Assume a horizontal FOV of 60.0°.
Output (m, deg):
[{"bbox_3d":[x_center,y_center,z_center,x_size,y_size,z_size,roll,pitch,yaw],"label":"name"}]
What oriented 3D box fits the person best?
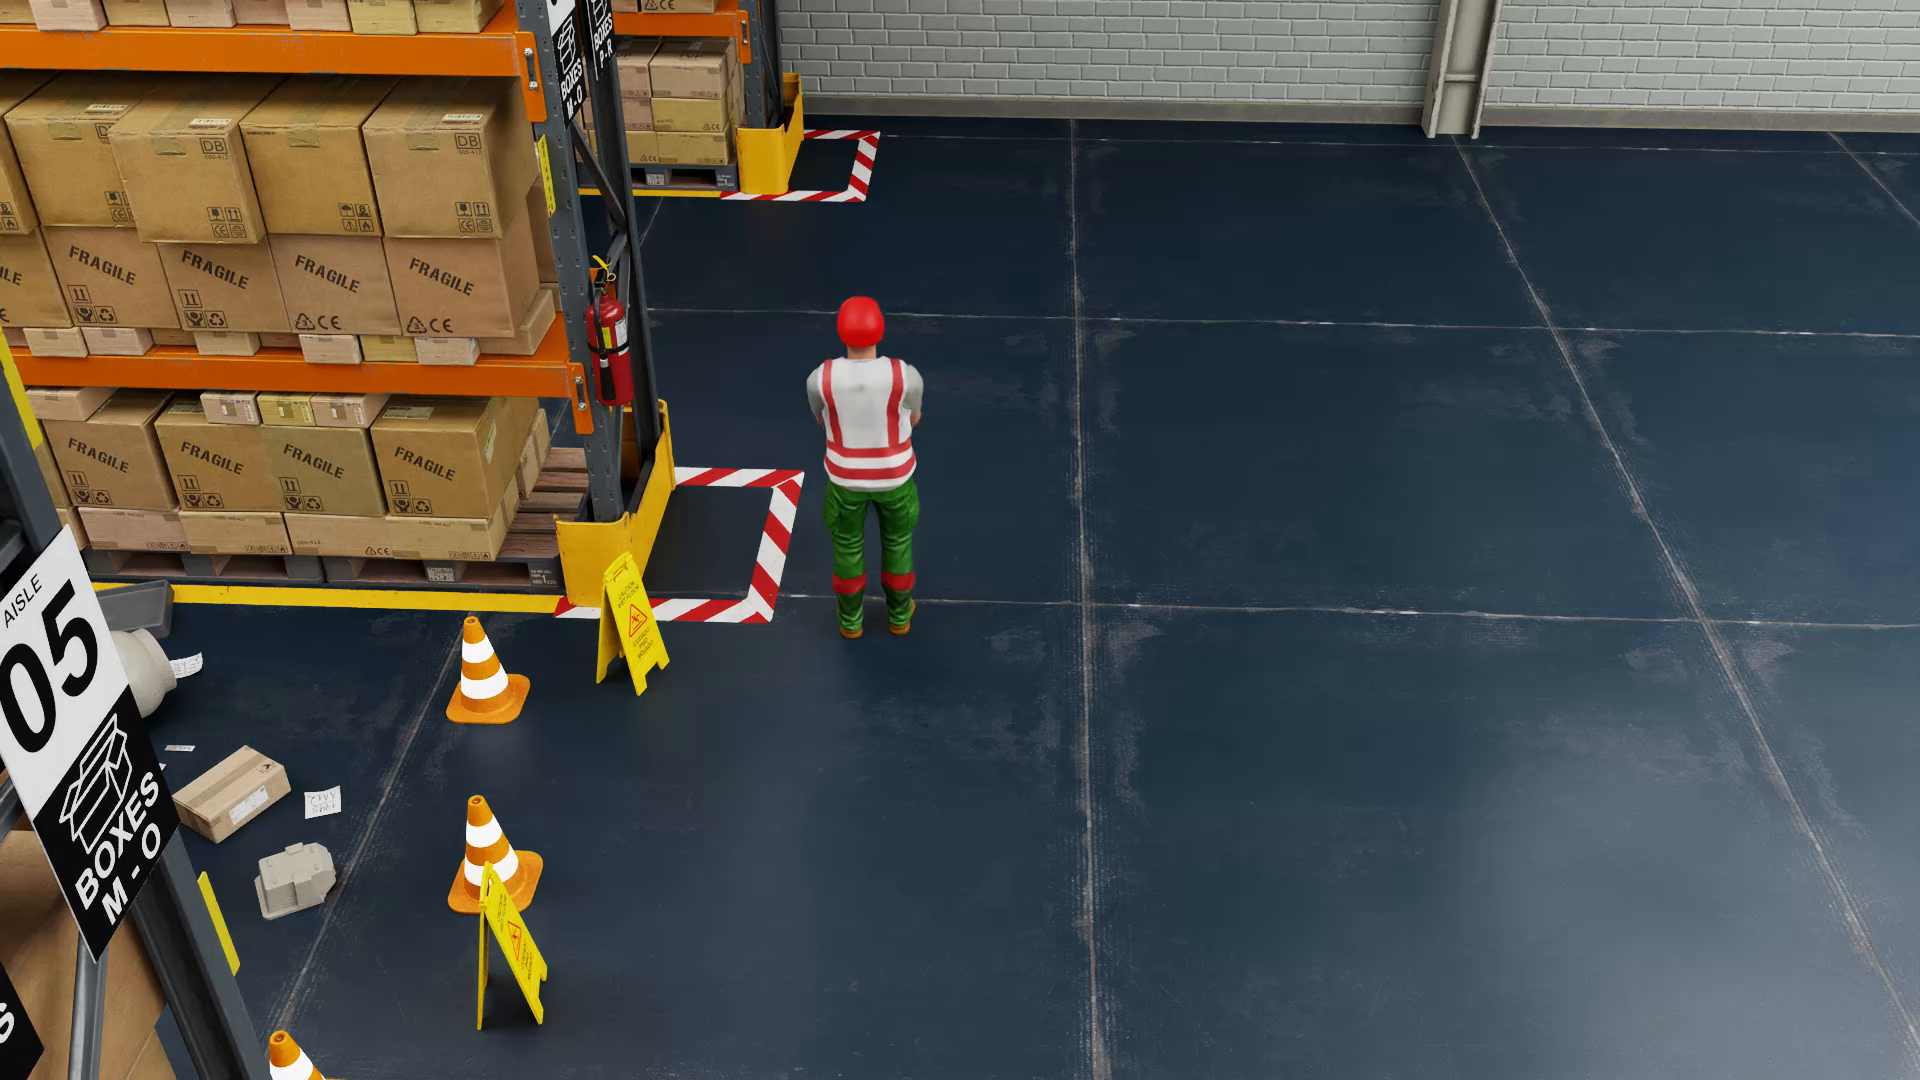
[{"bbox_3d":[-0.415,-0.364,7.610,0.511,1.790,0.559,0,35,-1],"label":"person"}]
